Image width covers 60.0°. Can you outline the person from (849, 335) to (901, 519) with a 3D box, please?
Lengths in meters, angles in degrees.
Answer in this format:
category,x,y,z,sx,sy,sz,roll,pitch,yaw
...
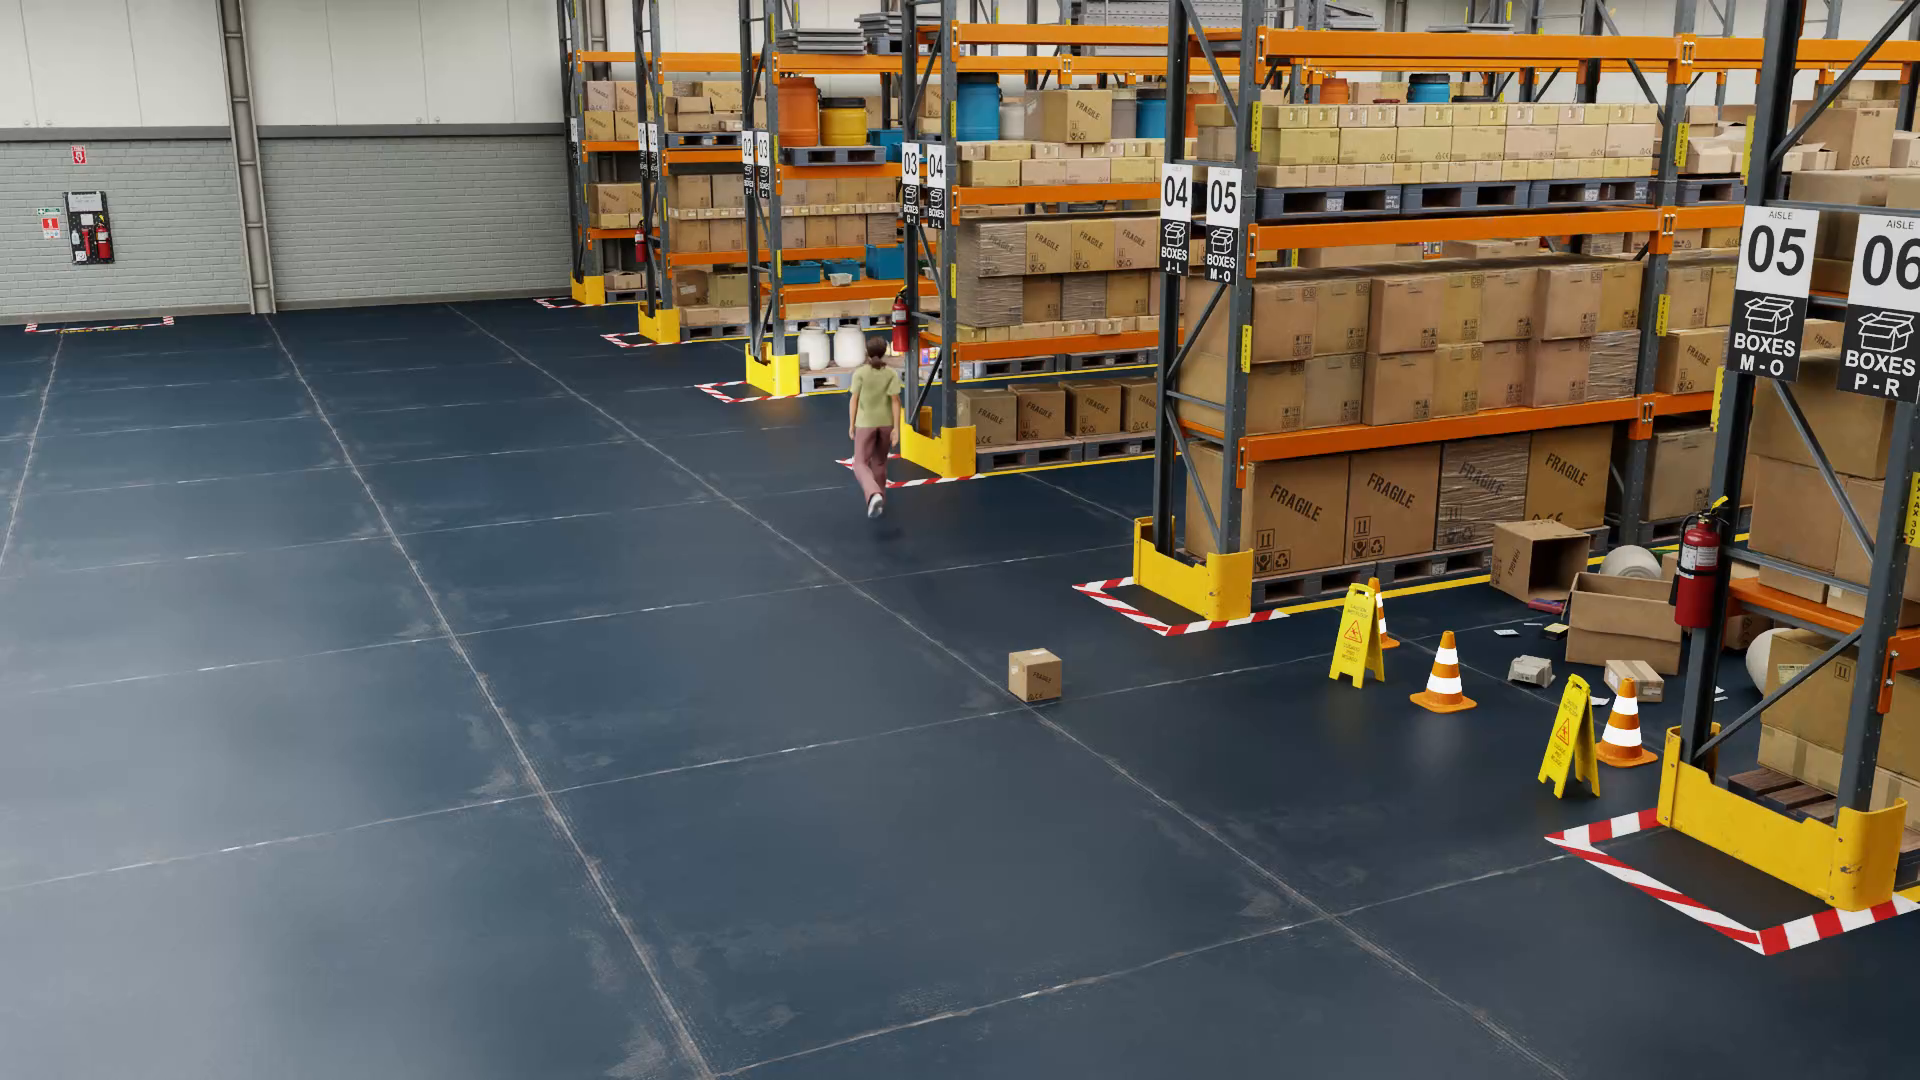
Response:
category,x,y,z,sx,sy,sz,roll,pitch,yaw
person,-0.740,-0.977,14.584,0.437,1.631,0.850,-5,16,-17
